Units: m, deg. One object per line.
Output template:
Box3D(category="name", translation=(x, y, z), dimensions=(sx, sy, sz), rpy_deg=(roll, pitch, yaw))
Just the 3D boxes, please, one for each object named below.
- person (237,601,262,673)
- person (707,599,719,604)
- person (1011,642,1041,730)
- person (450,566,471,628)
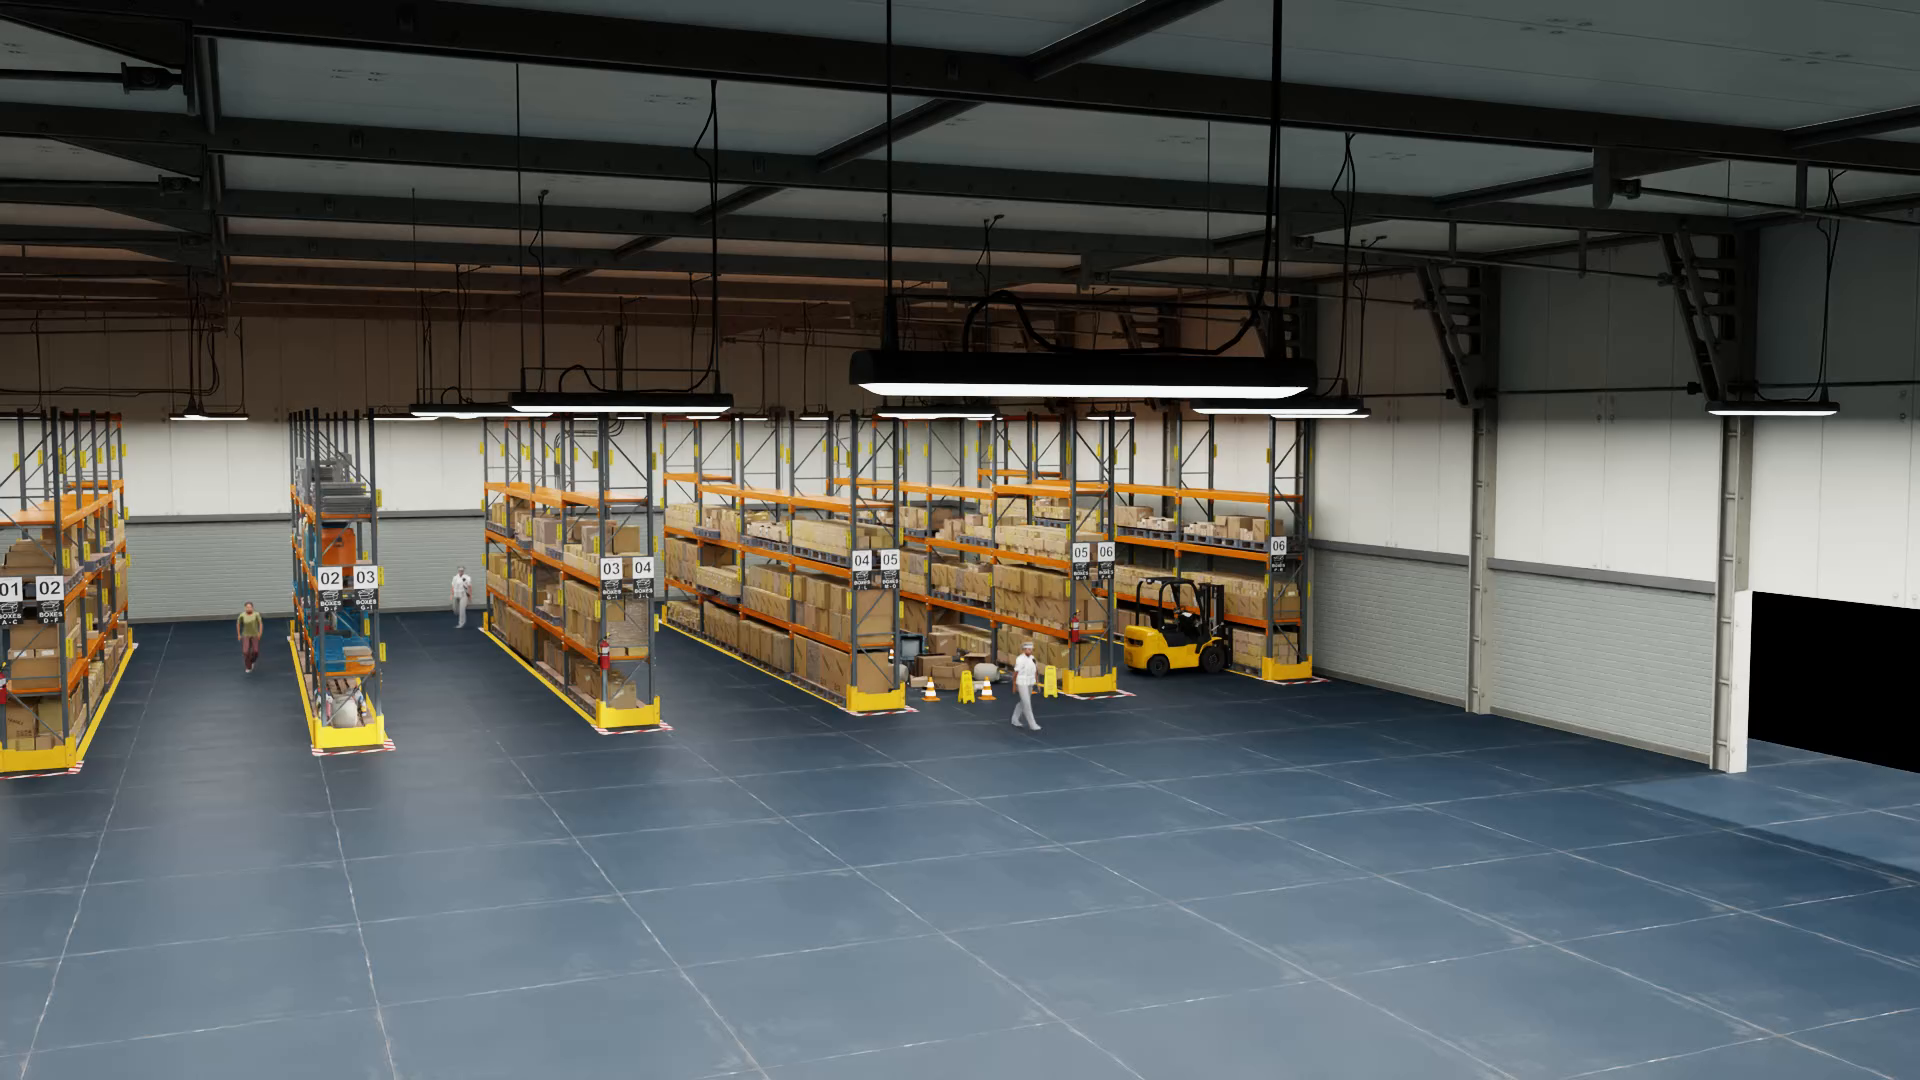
Box3D(category="person", translation=(-16.402, 2.224, 38.400), dimensions=(0.547, 1.647, 0.580), rpy_deg=(-2, 4, -24))
Box3D(category="person", translation=(-7.322, 1.421, 49.695), dimensions=(0.644, 1.633, 0.486), rpy_deg=(-3, 5, -41))
Box3D(category="person", translation=(1.269, 2.708, 31.086), dimensions=(0.960, 1.626, 0.503), rpy_deg=(4, 5, 43))
Box3D(category="person", translation=(-14.004, 1.582, 46.669), dimensions=(0.543, 1.731, 0.875), rpy_deg=(1, 4, 11))
